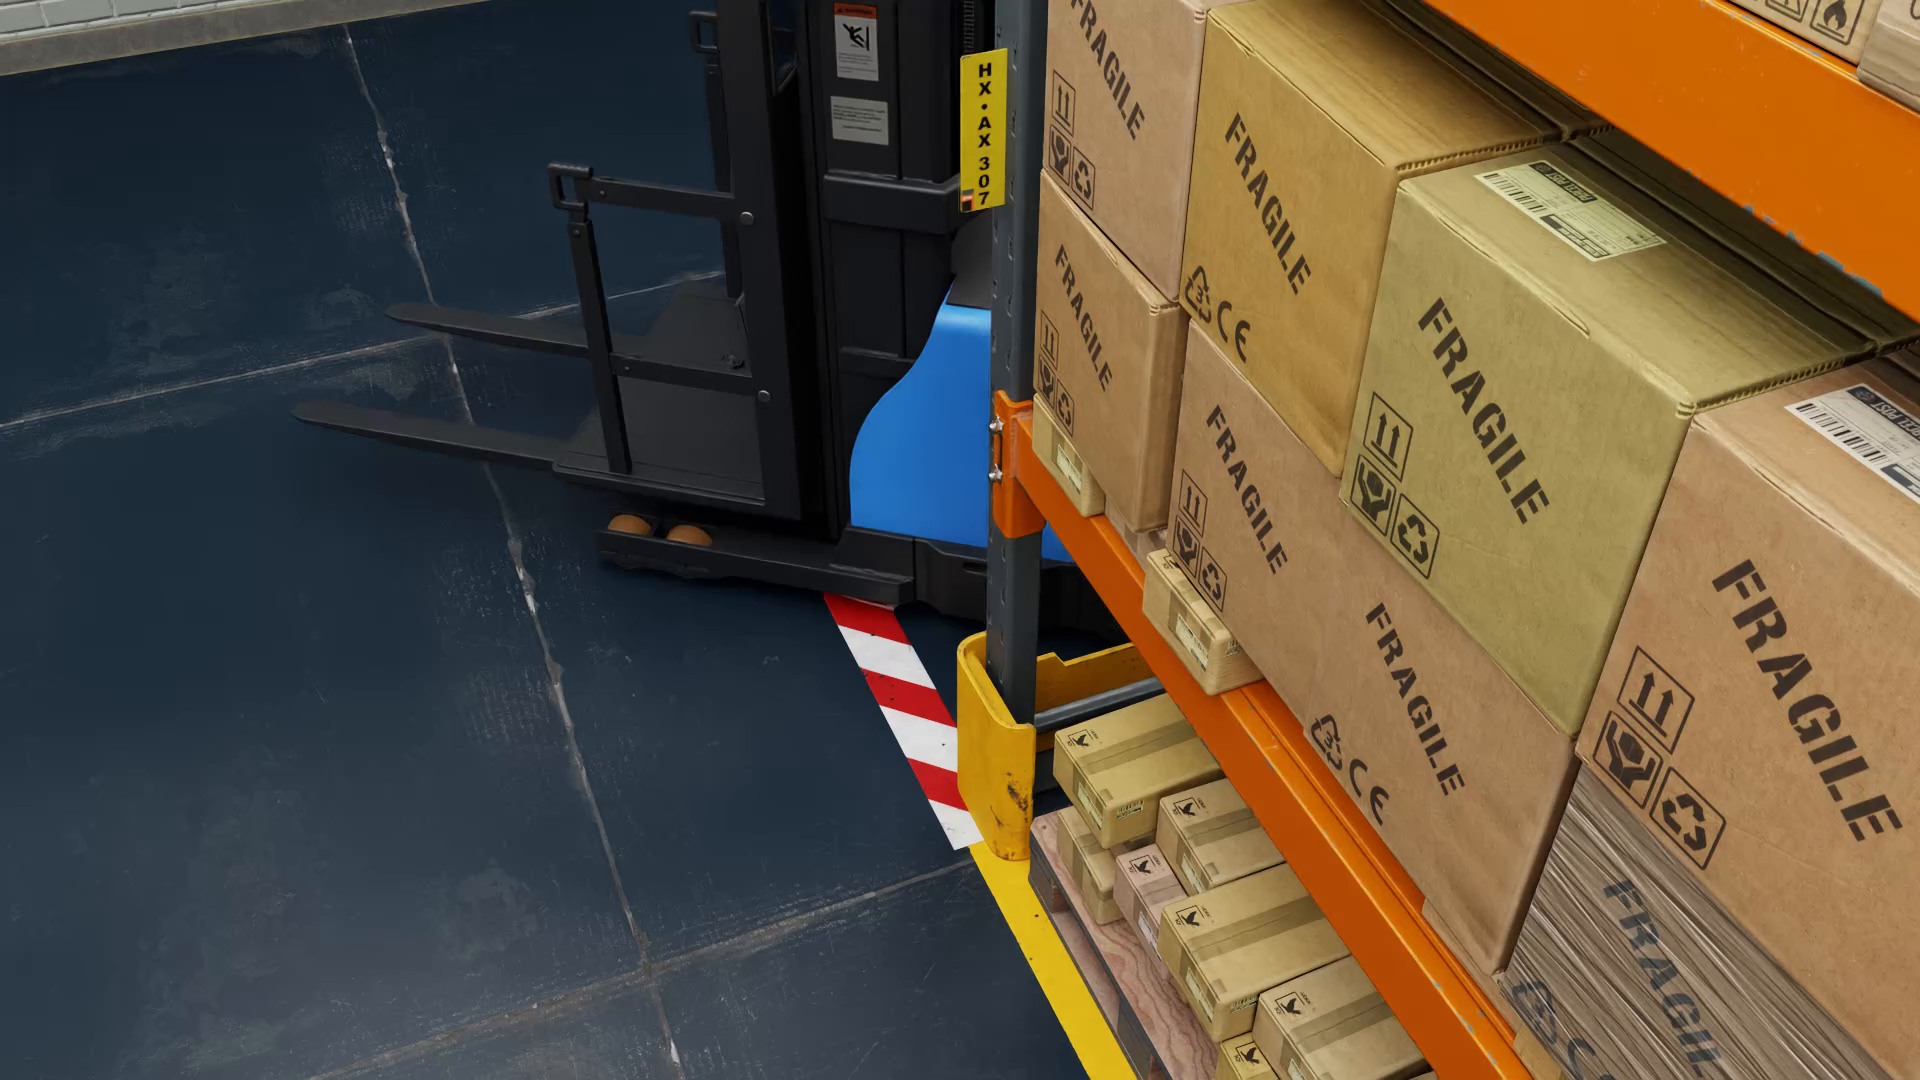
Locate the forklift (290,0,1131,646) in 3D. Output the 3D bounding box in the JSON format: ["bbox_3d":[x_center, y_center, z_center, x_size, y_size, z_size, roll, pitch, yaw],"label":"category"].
[{"bbox_3d":[-0.625,-1.314,4.530,3.031,2.935,1.130,10,42,11],"label":"forklift"}]

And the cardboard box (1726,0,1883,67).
[{"bbox_3d":[0.892,-0.711,1.591,0.500,0.250,0.500,-16,43,-18],"label":"cardboard box"}]

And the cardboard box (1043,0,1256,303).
[{"bbox_3d":[0.476,-0.783,2.789,0.500,0.500,0.500,-15,43,-17],"label":"cardboard box"}]

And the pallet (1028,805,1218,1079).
[{"bbox_3d":[0.857,1.011,3.912,1.003,0.211,1.213,-15,43,-17],"label":"pallet"}]

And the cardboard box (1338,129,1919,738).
[{"bbox_3d":[0.853,-0.162,2.066,0.500,0.500,0.500,-16,43,-18],"label":"cardboard box"}]

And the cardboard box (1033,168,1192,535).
[{"bbox_3d":[0.466,-0.401,3.111,0.500,0.500,0.500,-13,42,-15],"label":"cardboard box"}]

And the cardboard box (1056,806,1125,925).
[{"bbox_3d":[0.454,0.727,3.968,0.380,0.149,0.250,-14,43,-16],"label":"cardboard box"}]

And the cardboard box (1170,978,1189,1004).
[{"bbox_3d":[0.630,0.864,3.809,0.380,0.149,0.250,-15,43,-17],"label":"cardboard box"}]

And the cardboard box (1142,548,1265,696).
[{"bbox_3d":[0.560,0.100,3.025,0.380,0.149,0.250,-16,43,-18],"label":"cardboard box"}]

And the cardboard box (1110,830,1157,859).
[{"bbox_3d":[0.513,0.598,3.890,0.380,0.149,0.250,-13,42,-15],"label":"cardboard box"}]

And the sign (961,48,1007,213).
[{"bbox_3d":[0.048,-0.783,3.196,0.100,0.325,0.005,-15,43,-17],"label":"sign"}]

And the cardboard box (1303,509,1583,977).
[{"bbox_3d":[0.870,0.213,2.397,0.500,0.500,0.500,-15,43,-16],"label":"cardboard box"}]

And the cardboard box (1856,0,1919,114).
[{"bbox_3d":[1.079,-0.397,1.226,0.500,0.250,0.500,-15,43,-17],"label":"cardboard box"}]

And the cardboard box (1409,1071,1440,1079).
[{"bbox_3d":[0.899,1.124,3.050,0.380,0.149,0.250,-14,43,-15],"label":"cardboard box"}]

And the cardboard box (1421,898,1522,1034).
[{"bbox_3d":[0.935,0.548,2.505,0.380,0.149,0.250,-16,43,-18],"label":"cardboard box"}]

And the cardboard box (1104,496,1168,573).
[{"bbox_3d":[0.506,-0.075,3.229,0.380,0.149,0.250,-14,43,-15],"label":"cardboard box"}]

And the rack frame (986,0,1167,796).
[{"bbox_3d":[0.549,-0.590,3.636,1.000,3.000,0.127,-15,43,-17],"label":"rack frame"}]

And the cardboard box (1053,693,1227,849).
[{"bbox_3d":[0.436,0.506,3.769,0.380,0.149,0.250,-17,44,-19],"label":"cardboard box"}]

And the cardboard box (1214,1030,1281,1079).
[{"bbox_3d":[0.739,1.085,3.325,0.380,0.149,0.250,-14,43,-16],"label":"cardboard box"}]

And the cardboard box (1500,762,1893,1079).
[{"bbox_3d":[1.071,0.518,2.042,0.500,0.500,0.500,-16,43,-18],"label":"cardboard box"}]

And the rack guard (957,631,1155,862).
[{"bbox_3d":[0.579,0.403,4.397,1.175,0.500,0.348,-15,43,-17],"label":"rack guard"}]

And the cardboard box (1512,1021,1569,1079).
[{"bbox_3d":[1.015,0.709,2.318,0.380,0.149,0.250,-14,43,-15],"label":"cardboard box"}]

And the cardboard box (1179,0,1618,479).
[{"bbox_3d":[0.675,-0.481,2.437,0.500,0.500,0.500,-14,43,-16],"label":"cardboard box"}]

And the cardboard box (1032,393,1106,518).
[{"bbox_3d":[0.371,-0.218,3.396,0.380,0.149,0.250,-15,43,-17],"label":"cardboard box"}]

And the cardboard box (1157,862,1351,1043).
[{"bbox_3d":[0.631,0.826,3.397,0.380,0.149,0.250,-15,43,-17],"label":"cardboard box"}]

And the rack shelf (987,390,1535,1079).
[{"bbox_3d":[1.315,0.887,2.469,1.077,0.370,4.000,-15,43,-17],"label":"rack shelf"}]

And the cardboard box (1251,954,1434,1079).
[{"bbox_3d":[0.802,0.955,3.247,0.380,0.149,0.250,-17,44,-19],"label":"cardboard box"}]

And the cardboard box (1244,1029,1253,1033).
[{"bbox_3d":[0.741,0.903,3.536,0.380,0.149,0.250,-15,43,-16],"label":"cardboard box"}]

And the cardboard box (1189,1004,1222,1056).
[{"bbox_3d":[0.731,1.012,3.637,0.380,0.149,0.250,-15,43,-16],"label":"cardboard box"}]

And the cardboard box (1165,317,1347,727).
[{"bbox_3d":[0.694,-0.085,2.744,0.500,0.500,0.500,-15,43,-17],"label":"cardboard box"}]

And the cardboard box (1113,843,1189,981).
[{"bbox_3d":[0.565,0.778,3.682,0.380,0.149,0.250,-15,43,-17],"label":"cardboard box"}]

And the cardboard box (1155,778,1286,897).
[{"bbox_3d":[0.653,0.642,3.610,0.380,0.149,0.250,-14,43,-16],"label":"cardboard box"}]

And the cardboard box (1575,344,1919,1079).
[{"bbox_3d":[1.052,0.144,1.710,0.500,0.500,0.500,-16,43,-18],"label":"cardboard box"}]
